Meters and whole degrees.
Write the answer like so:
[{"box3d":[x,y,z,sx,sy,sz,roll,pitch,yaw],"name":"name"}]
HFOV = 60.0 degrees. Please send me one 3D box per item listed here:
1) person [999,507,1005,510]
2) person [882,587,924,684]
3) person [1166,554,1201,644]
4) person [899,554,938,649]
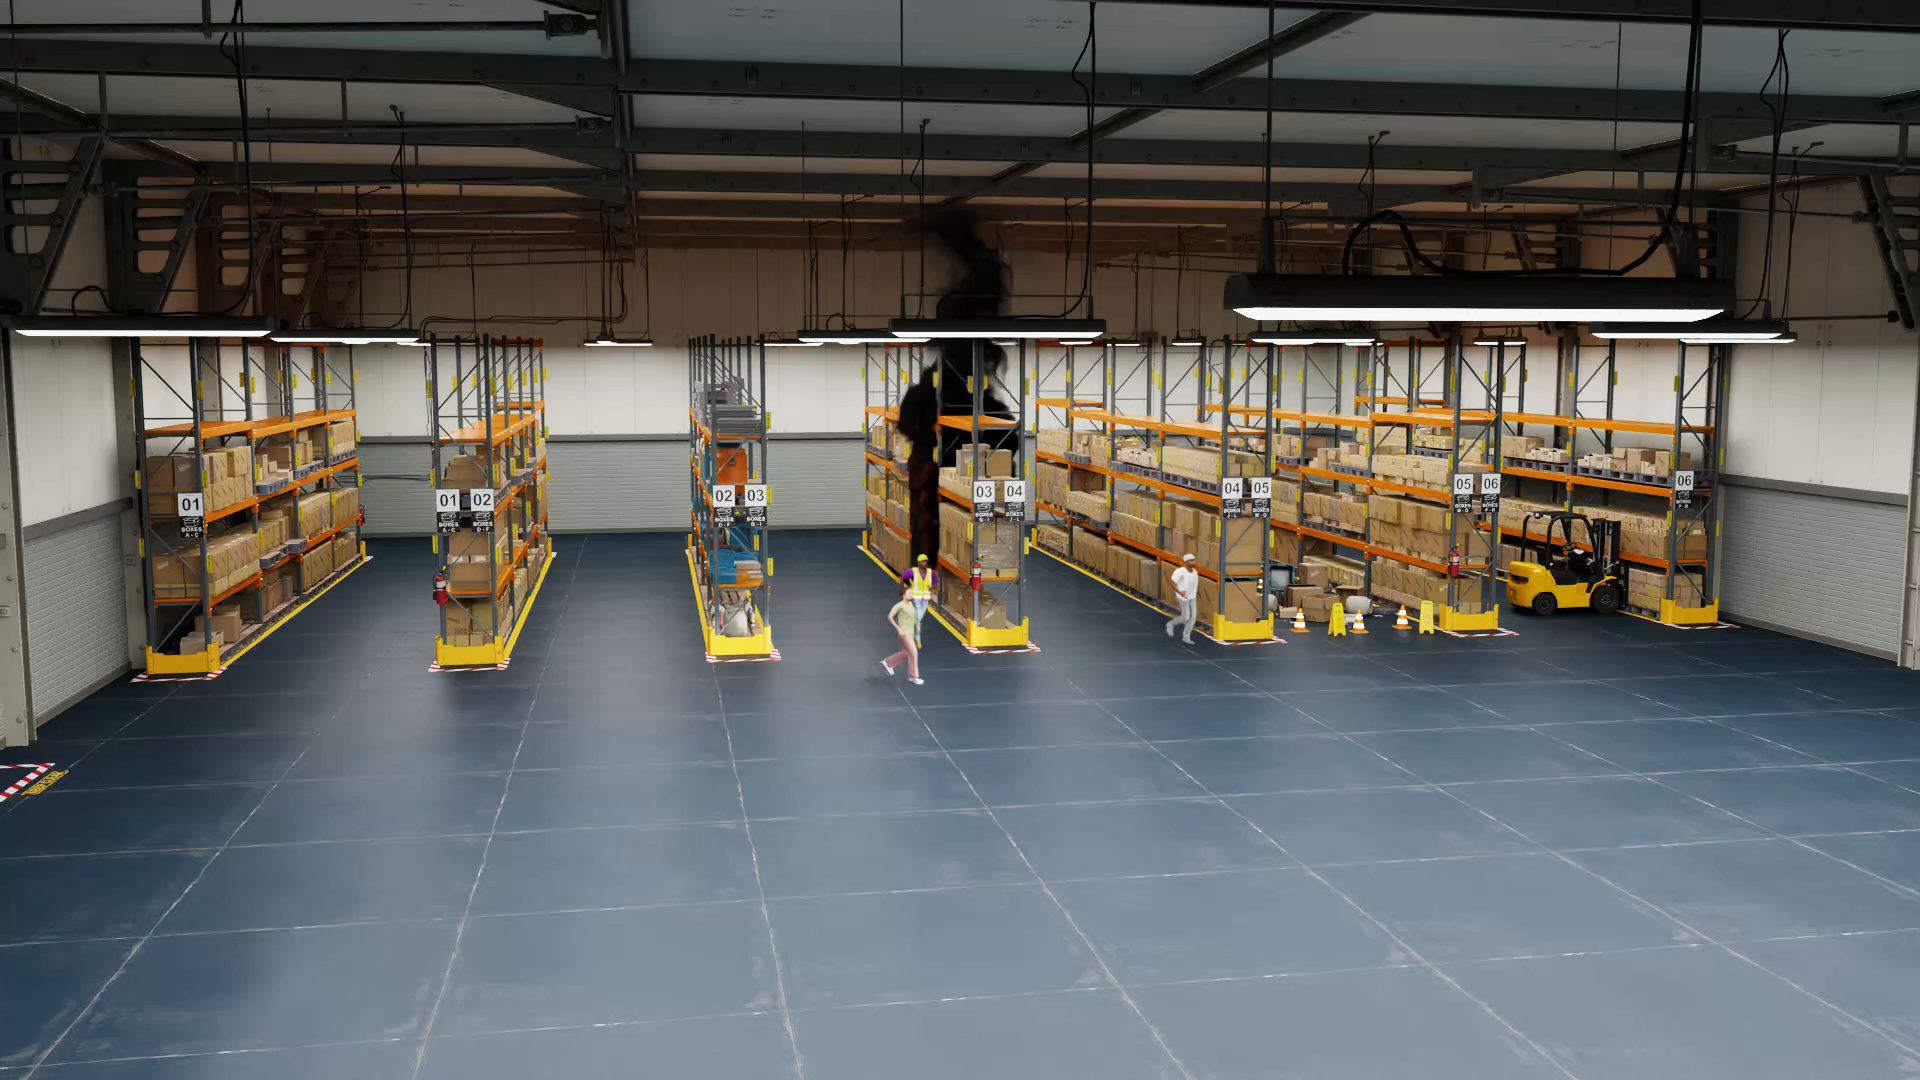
[{"box3d":[1.134,-0.551,47.157,0.661,1.783,0.780,0,7,-4],"name":"person"},{"box3d":[-0.991,1.625,28.739,0.850,1.667,0.591,3,7,26],"name":"person"},{"box3d":[4.452,1.143,32.662,0.718,1.754,0.654,-5,8,-37],"name":"person"},{"box3d":[-0.776,1.175,32.277,0.700,1.811,0.834,-3,7,-26],"name":"person"}]
